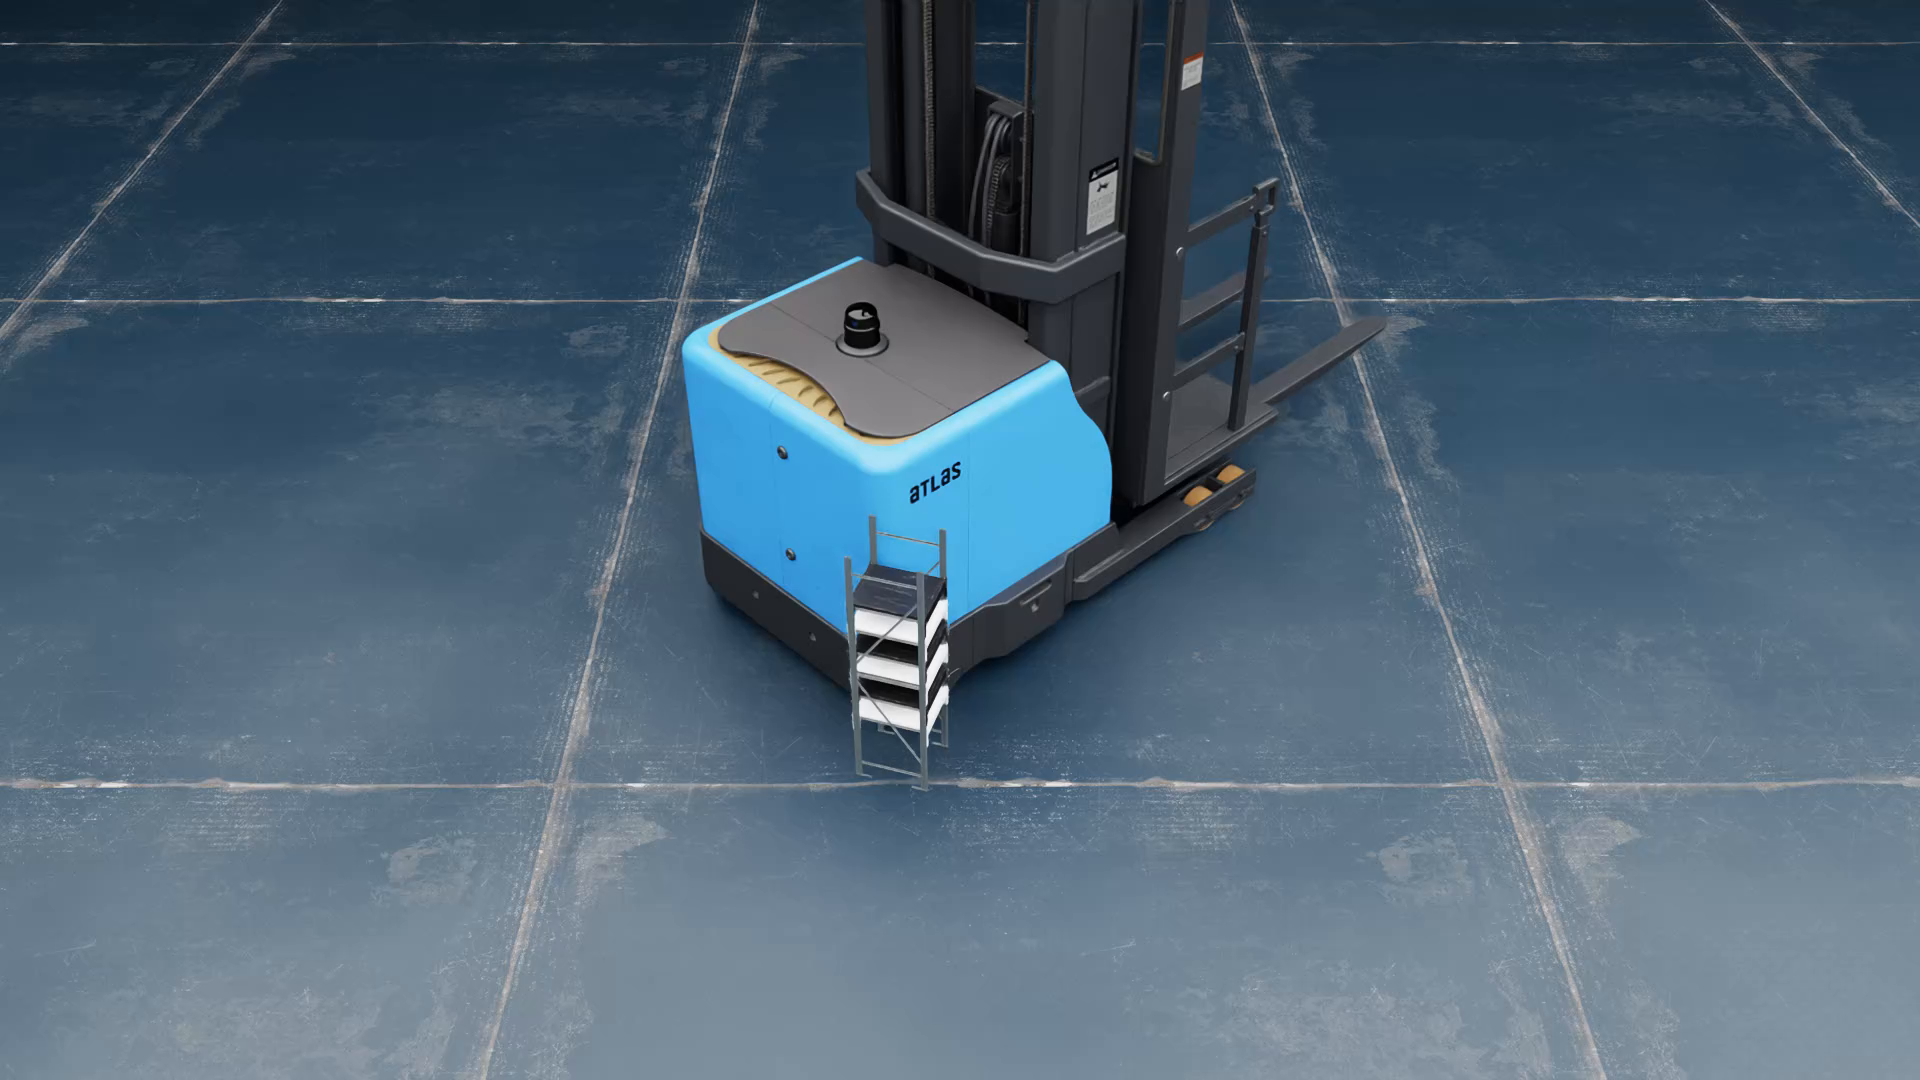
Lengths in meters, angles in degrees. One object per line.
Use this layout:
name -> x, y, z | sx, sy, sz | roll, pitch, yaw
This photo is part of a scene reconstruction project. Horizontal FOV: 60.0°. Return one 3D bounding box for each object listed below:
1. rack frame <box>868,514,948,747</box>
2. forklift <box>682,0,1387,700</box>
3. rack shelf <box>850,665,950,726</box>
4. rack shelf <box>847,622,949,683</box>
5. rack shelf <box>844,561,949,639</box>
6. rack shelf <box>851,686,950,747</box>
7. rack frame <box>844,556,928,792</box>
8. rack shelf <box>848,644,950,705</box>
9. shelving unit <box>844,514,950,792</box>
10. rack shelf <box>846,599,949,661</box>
rack frame -> -0.155, 0.299, 5.157 | 0.240, 0.900, 0.006 | 11, 40, 14
forklift -> 0.494, -1.388, 5.639 | 3.031, 2.935, 1.130 | -31, 48, -33
rack shelf -> -0.186, 0.456, 5.159 | 0.258, 0.077, 0.200 | 11, 40, 14
rack shelf -> -0.186, 0.316, 5.046 | 0.258, 0.077, 0.200 | 11, 40, 14
rack shelf -> -0.186, 0.175, 4.933 | 0.258, 0.077, 0.200 | 11, 40, 14
rack shelf -> -0.186, 0.526, 5.215 | 0.258, 0.077, 0.200 | 11, 40, 14
rack frame -> -0.217, 0.420, 5.006 | 0.240, 0.900, 0.006 | 11, 40, 14
rack shelf -> -0.186, 0.386, 5.102 | 0.258, 0.077, 0.200 | 11, 40, 14
shelving unit -> -0.186, 0.360, 5.081 | 0.258, 0.900, 0.210 | 11, 40, 14
rack shelf -> -0.186, 0.245, 4.990 | 0.258, 0.077, 0.200 | 11, 40, 14
